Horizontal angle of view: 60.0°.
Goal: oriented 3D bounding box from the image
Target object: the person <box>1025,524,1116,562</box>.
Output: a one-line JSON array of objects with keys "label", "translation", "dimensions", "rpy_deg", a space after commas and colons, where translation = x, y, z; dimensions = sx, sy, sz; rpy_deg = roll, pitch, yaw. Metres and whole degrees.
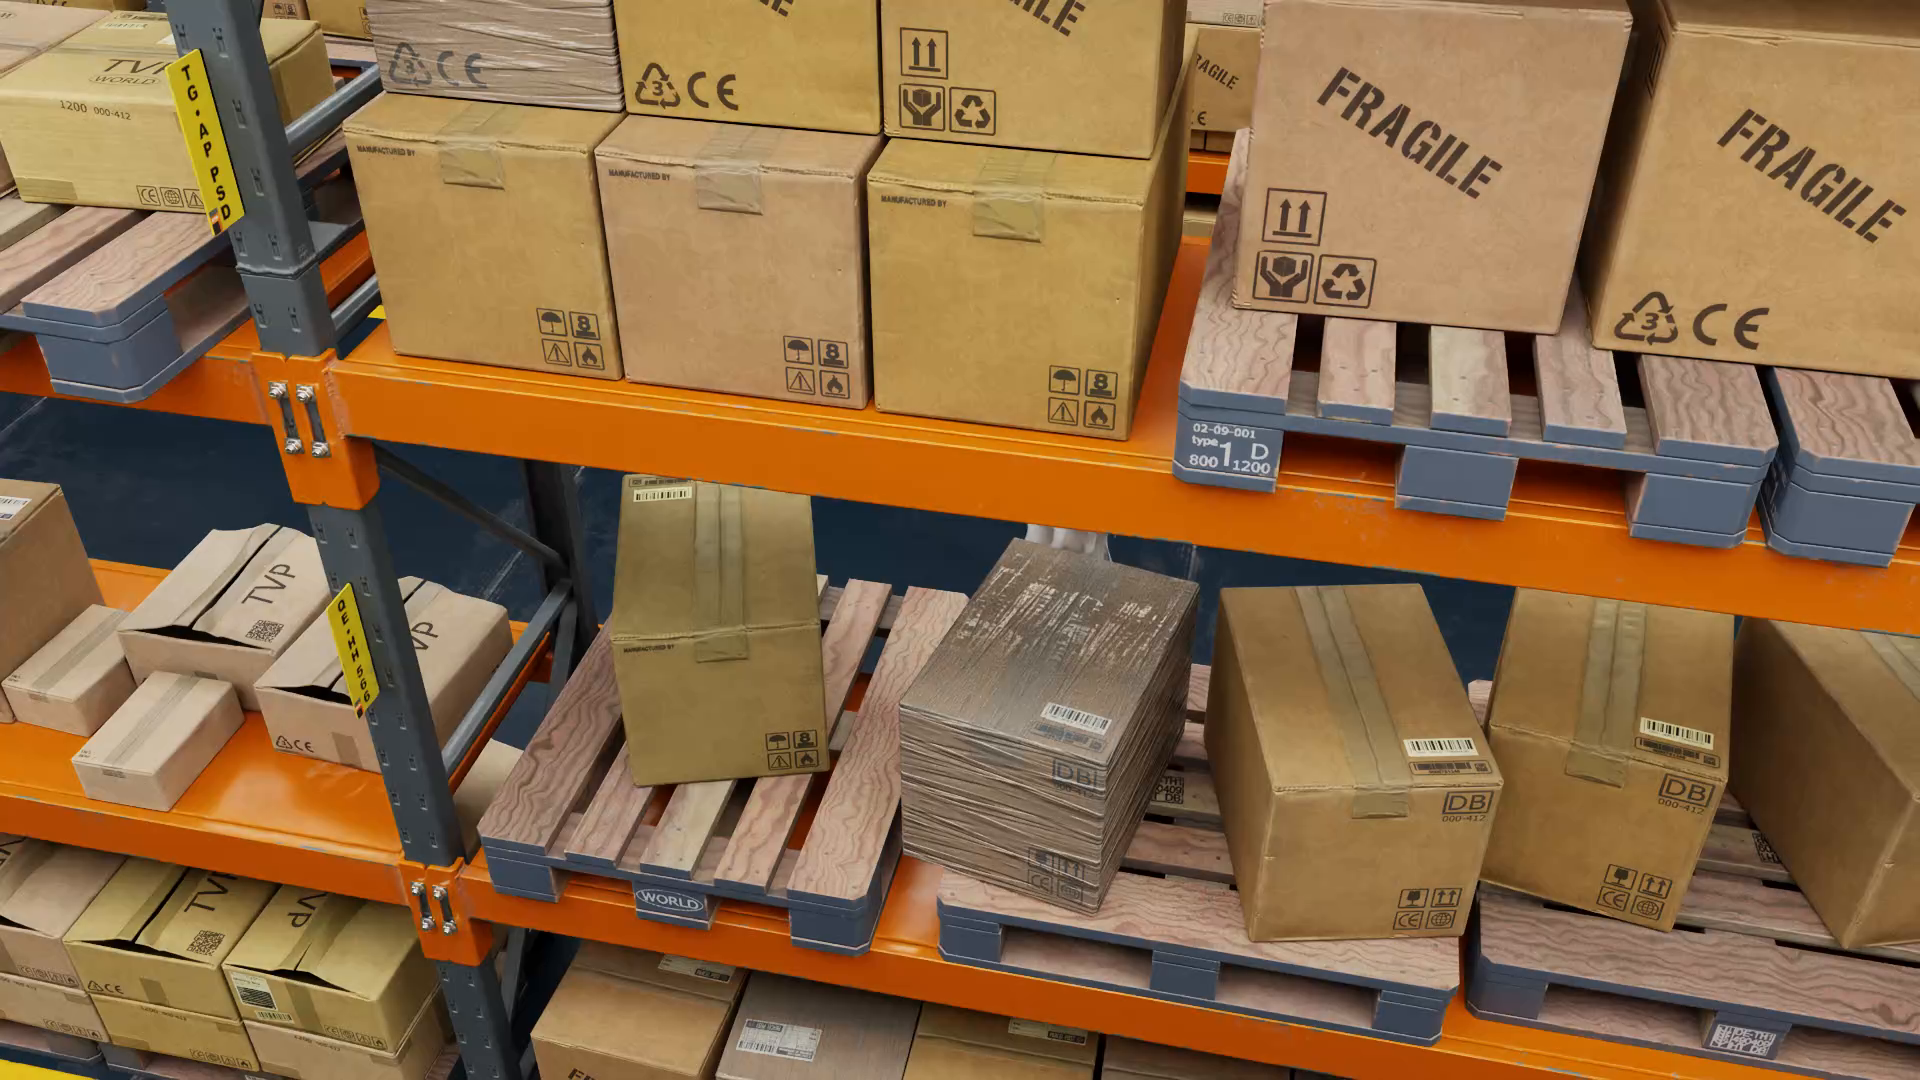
[{"label": "person", "translation": [0.438, 0.212, 5.872], "dimensions": [0.429, 1.772, 0.645], "rpy_deg": [5, 36, 7]}]
